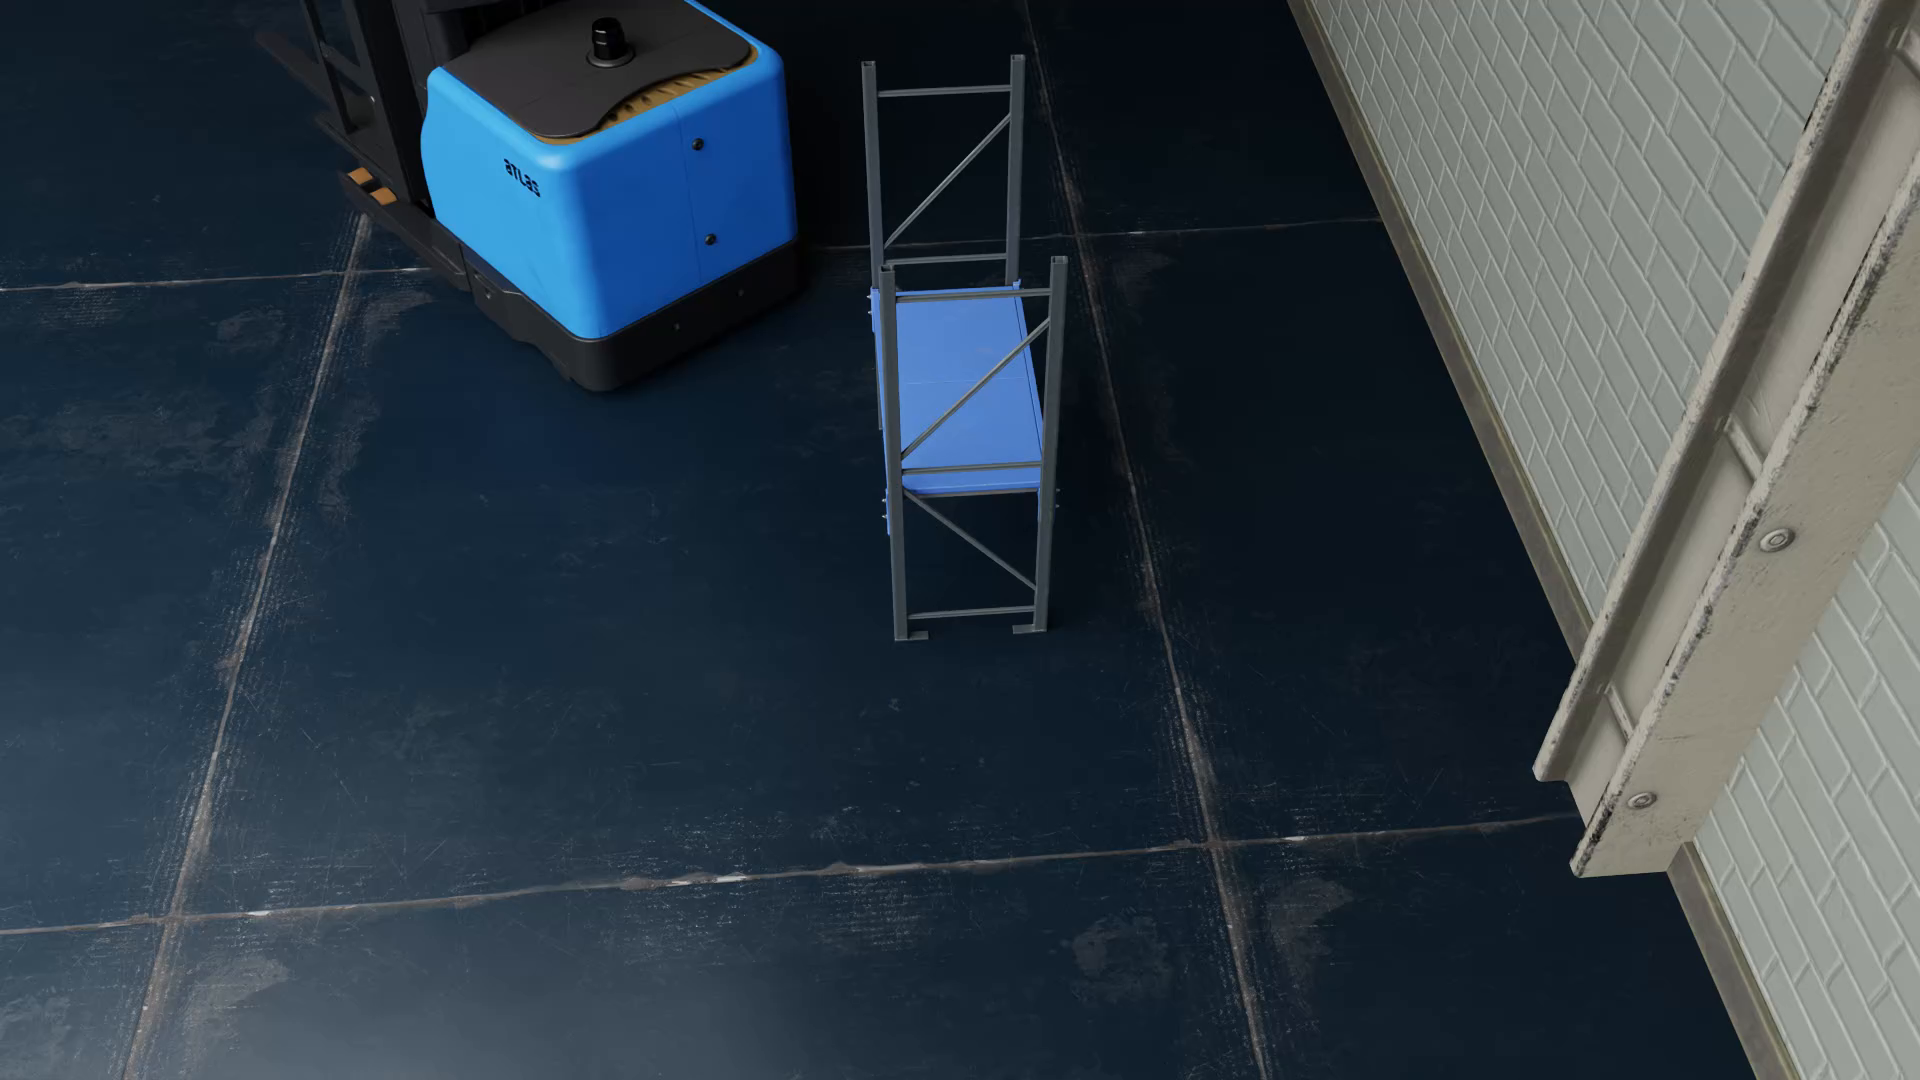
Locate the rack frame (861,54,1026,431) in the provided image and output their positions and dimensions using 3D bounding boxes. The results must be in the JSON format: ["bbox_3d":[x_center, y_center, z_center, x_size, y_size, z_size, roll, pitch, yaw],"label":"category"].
[{"bbox_3d":[-0.050,-0.945,5.612,0.500,1.500,0.032,-3,47,-3],"label":"rack frame"}]

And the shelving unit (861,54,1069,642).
[{"bbox_3d":[-0.007,-0.577,5.264,0.538,1.500,1.048,-3,47,-3],"label":"shelving unit"}]

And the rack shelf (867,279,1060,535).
[{"bbox_3d":[-0.007,-0.454,5.395,0.538,0.185,1.000,-3,47,-3],"label":"rack shelf"}]

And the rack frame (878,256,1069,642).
[{"bbox_3d":[0.035,-0.210,4.916,0.500,1.500,0.032,-3,47,-3],"label":"rack frame"}]

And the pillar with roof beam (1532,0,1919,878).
[{"bbox_3d":[-2.368,-2.007,1.452,9.100,9.000,0.400,-3,47,-3],"label":"pillar with roof beam"}]

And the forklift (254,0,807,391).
[{"bbox_3d":[-1.980,-2.543,6.140,1.130,2.935,3.031,-34,55,-28],"label":"forklift"}]
